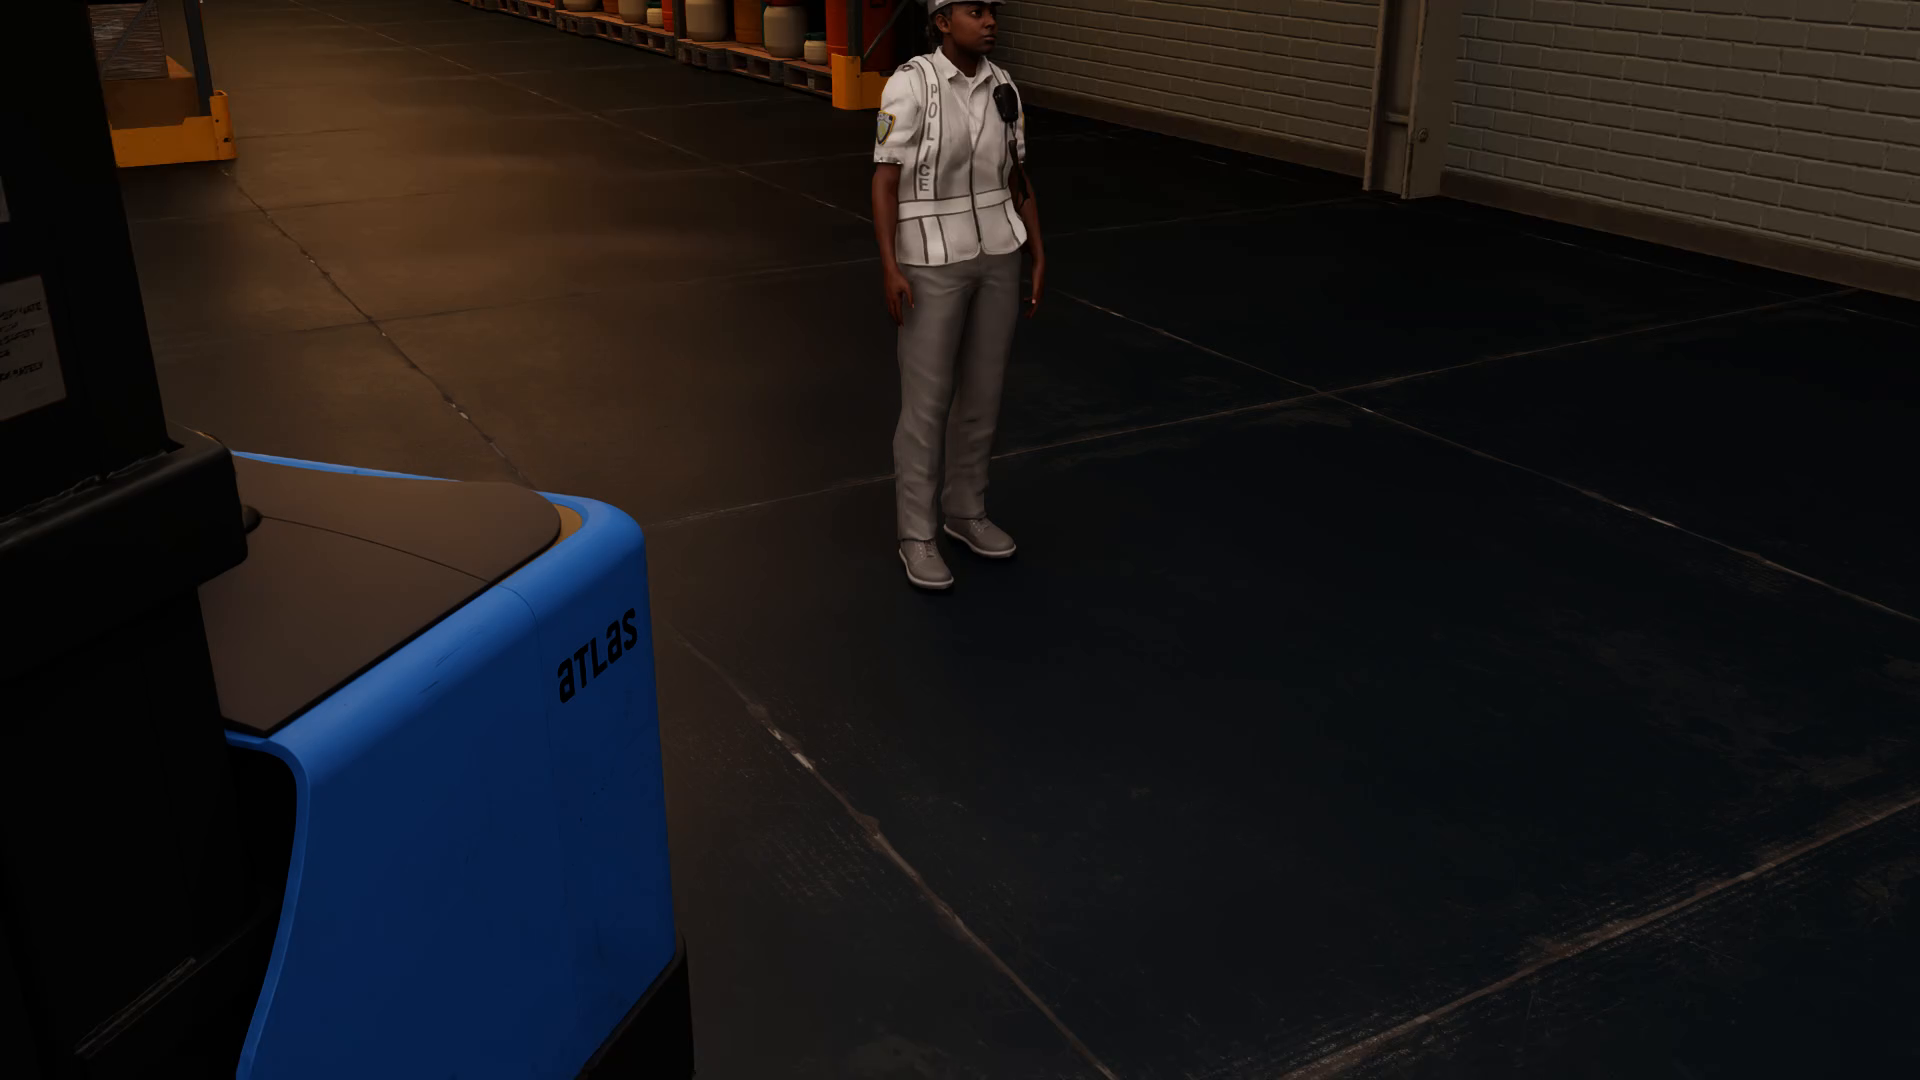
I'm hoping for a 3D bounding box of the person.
[{"bbox_3d":[0.021,-0.762,4.741,0.570,1.697,0.528,-12,25,-28],"label":"person"}]

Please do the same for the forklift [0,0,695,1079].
[{"bbox_3d":[-1.409,0.050,1.151,1.130,2.935,3.031,8,23,18],"label":"forklift"}]
